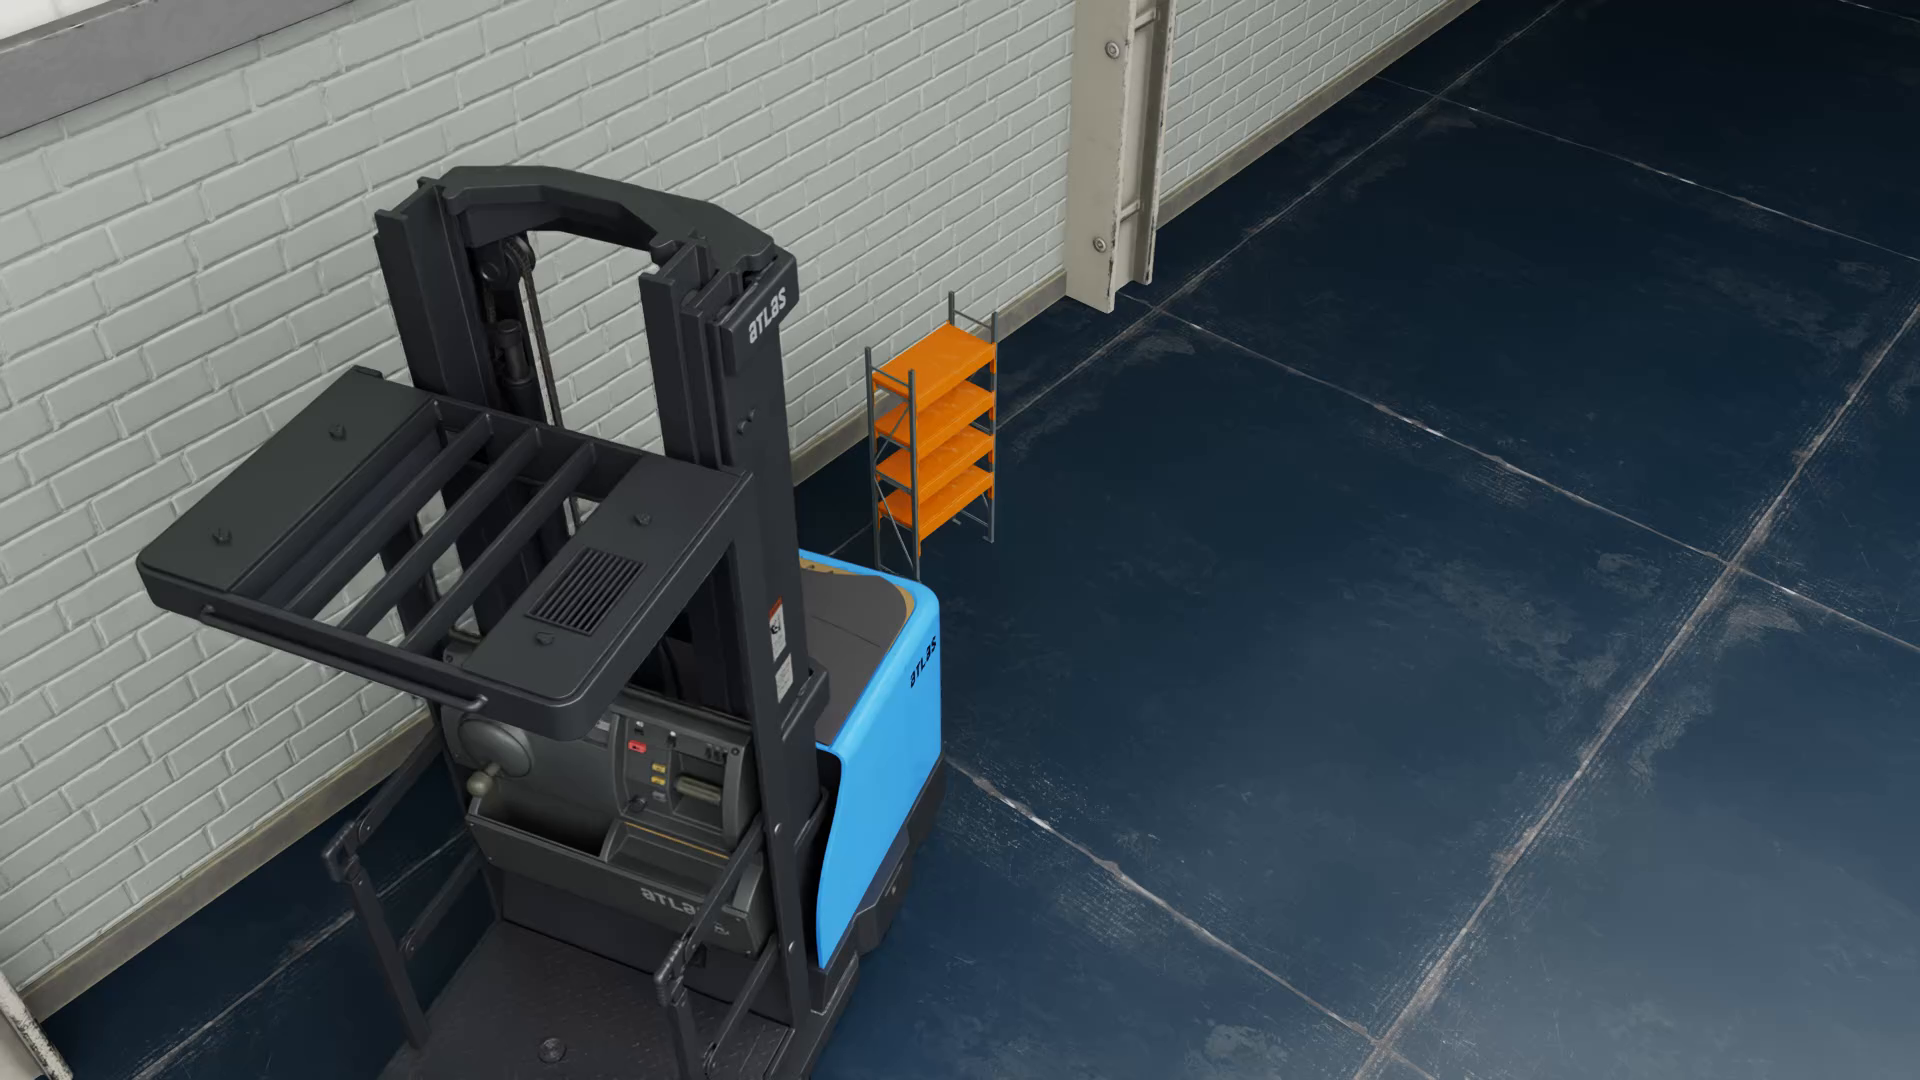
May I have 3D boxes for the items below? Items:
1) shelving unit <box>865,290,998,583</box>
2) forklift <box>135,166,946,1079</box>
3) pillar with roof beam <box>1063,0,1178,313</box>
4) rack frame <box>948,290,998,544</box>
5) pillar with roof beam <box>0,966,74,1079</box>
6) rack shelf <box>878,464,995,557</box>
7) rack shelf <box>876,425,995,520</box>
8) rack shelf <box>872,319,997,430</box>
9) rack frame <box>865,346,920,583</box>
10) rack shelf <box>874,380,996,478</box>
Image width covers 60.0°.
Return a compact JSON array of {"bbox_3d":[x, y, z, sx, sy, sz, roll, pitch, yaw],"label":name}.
[{"bbox_3d":[-0.107,-0.359,6.753,0.258,1.200,0.503,29,50,28],"label":"shelving unit"},{"bbox_3d":[-1.078,0.663,4.343,1.130,2.935,3.031,15,44,16],"label":"forklift"},{"bbox_3d":[4.063,-2.794,3.634,9.100,9.000,0.400,29,50,28],"label":"pillar with roof beam"},{"bbox_3d":[0.051,-0.484,6.891,0.240,1.200,0.015,29,50,28],"label":"rack frame"},{"bbox_3d":[0.201,0.296,0.236,9.100,9.000,0.400,29,50,28],"label":"pillar with roof beam"},{"bbox_3d":[-0.107,-0.162,6.931,0.258,0.148,0.480,29,50,28],"label":"rack shelf"},{"bbox_3d":[-0.107,-0.309,6.798,0.258,0.148,0.480,29,50,28],"label":"rack shelf"},{"bbox_3d":[-0.107,-0.649,6.488,0.258,0.148,0.480,29,50,28],"label":"rack shelf"},{"bbox_3d":[-0.264,-0.233,6.614,0.240,1.200,0.015,29,50,28],"label":"rack frame"},{"bbox_3d":[-0.107,-0.474,6.647,0.258,0.148,0.480,29,50,28],"label":"rack shelf"}]
